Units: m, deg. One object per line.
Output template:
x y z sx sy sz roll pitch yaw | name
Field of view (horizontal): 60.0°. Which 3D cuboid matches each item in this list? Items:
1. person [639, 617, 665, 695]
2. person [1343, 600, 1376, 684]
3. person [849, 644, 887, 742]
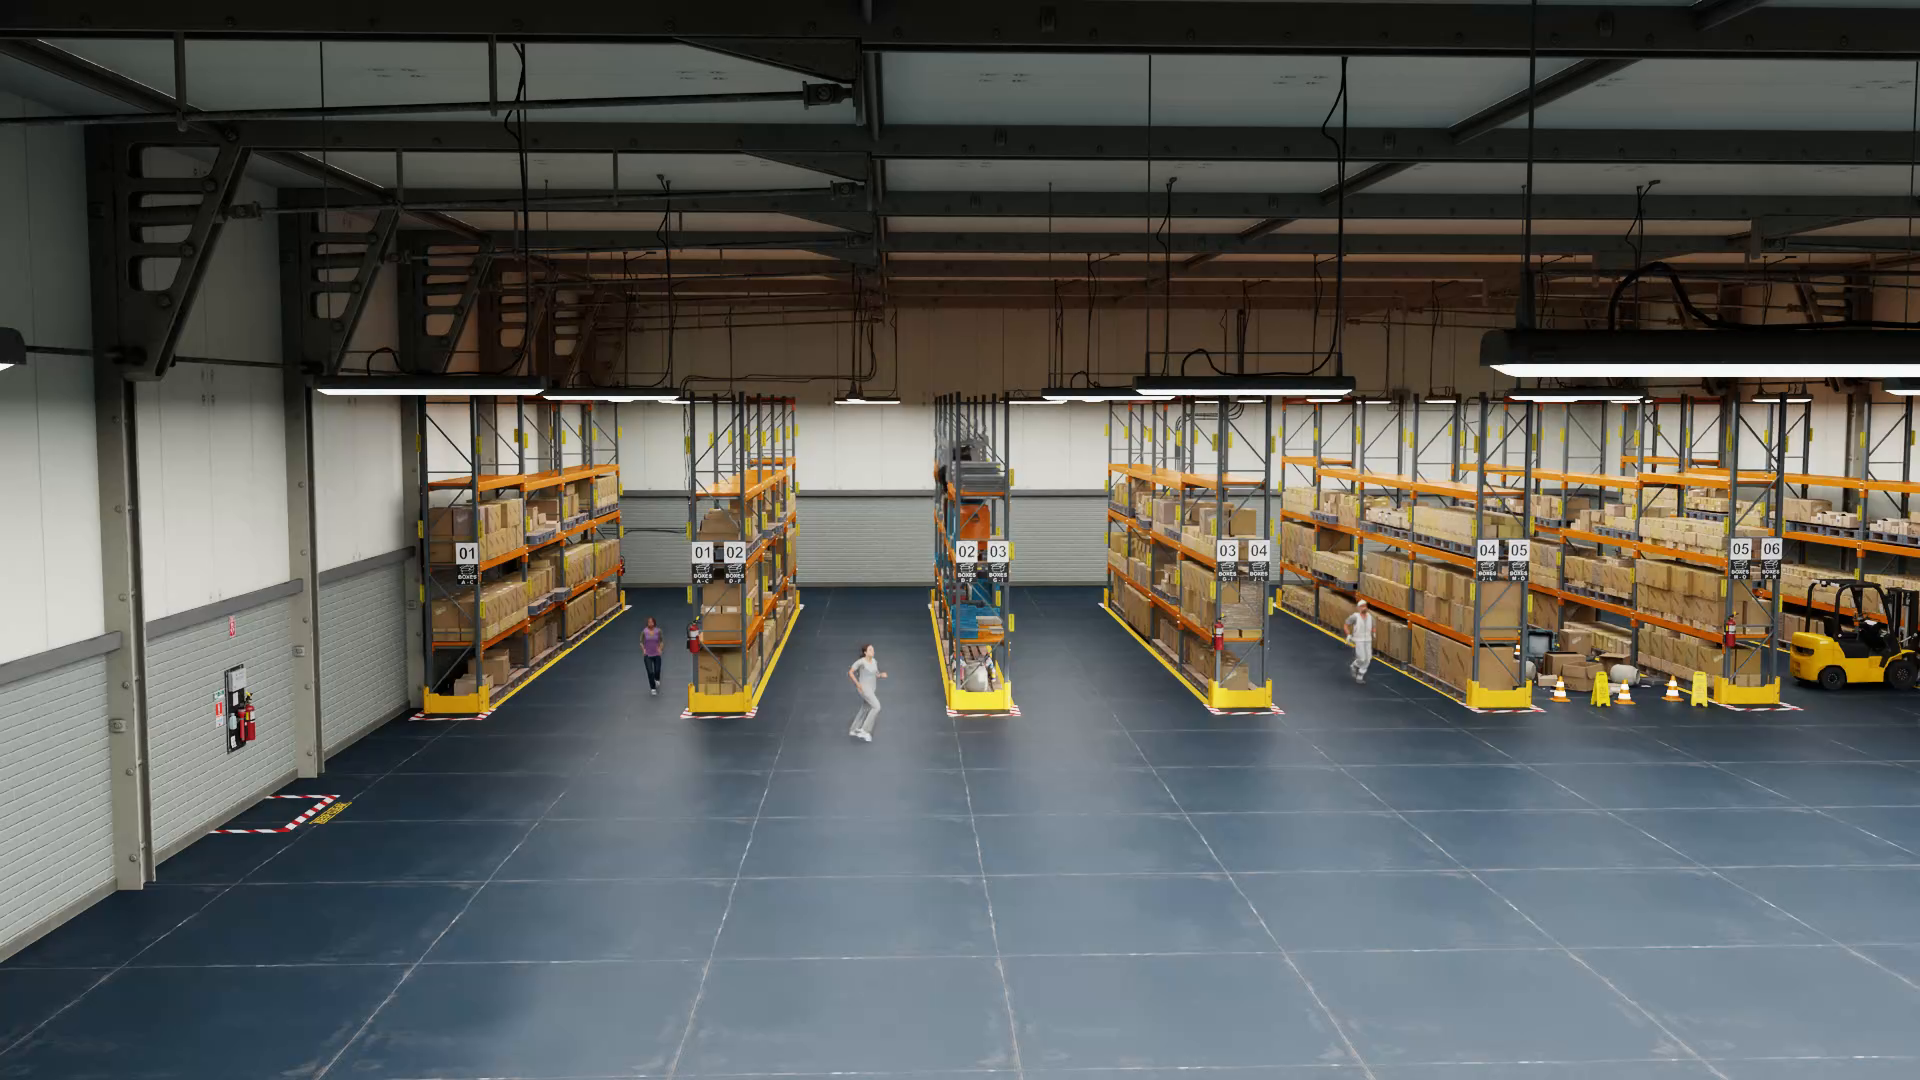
-6.120 2.298 33.057 0.512 1.554 0.530 -1 5 -9 | person
8.308 2.107 34.284 0.656 1.739 0.587 -1 5 -14 | person
-1.577 2.615 28.576 0.697 1.695 0.538 2 5 27 | person
